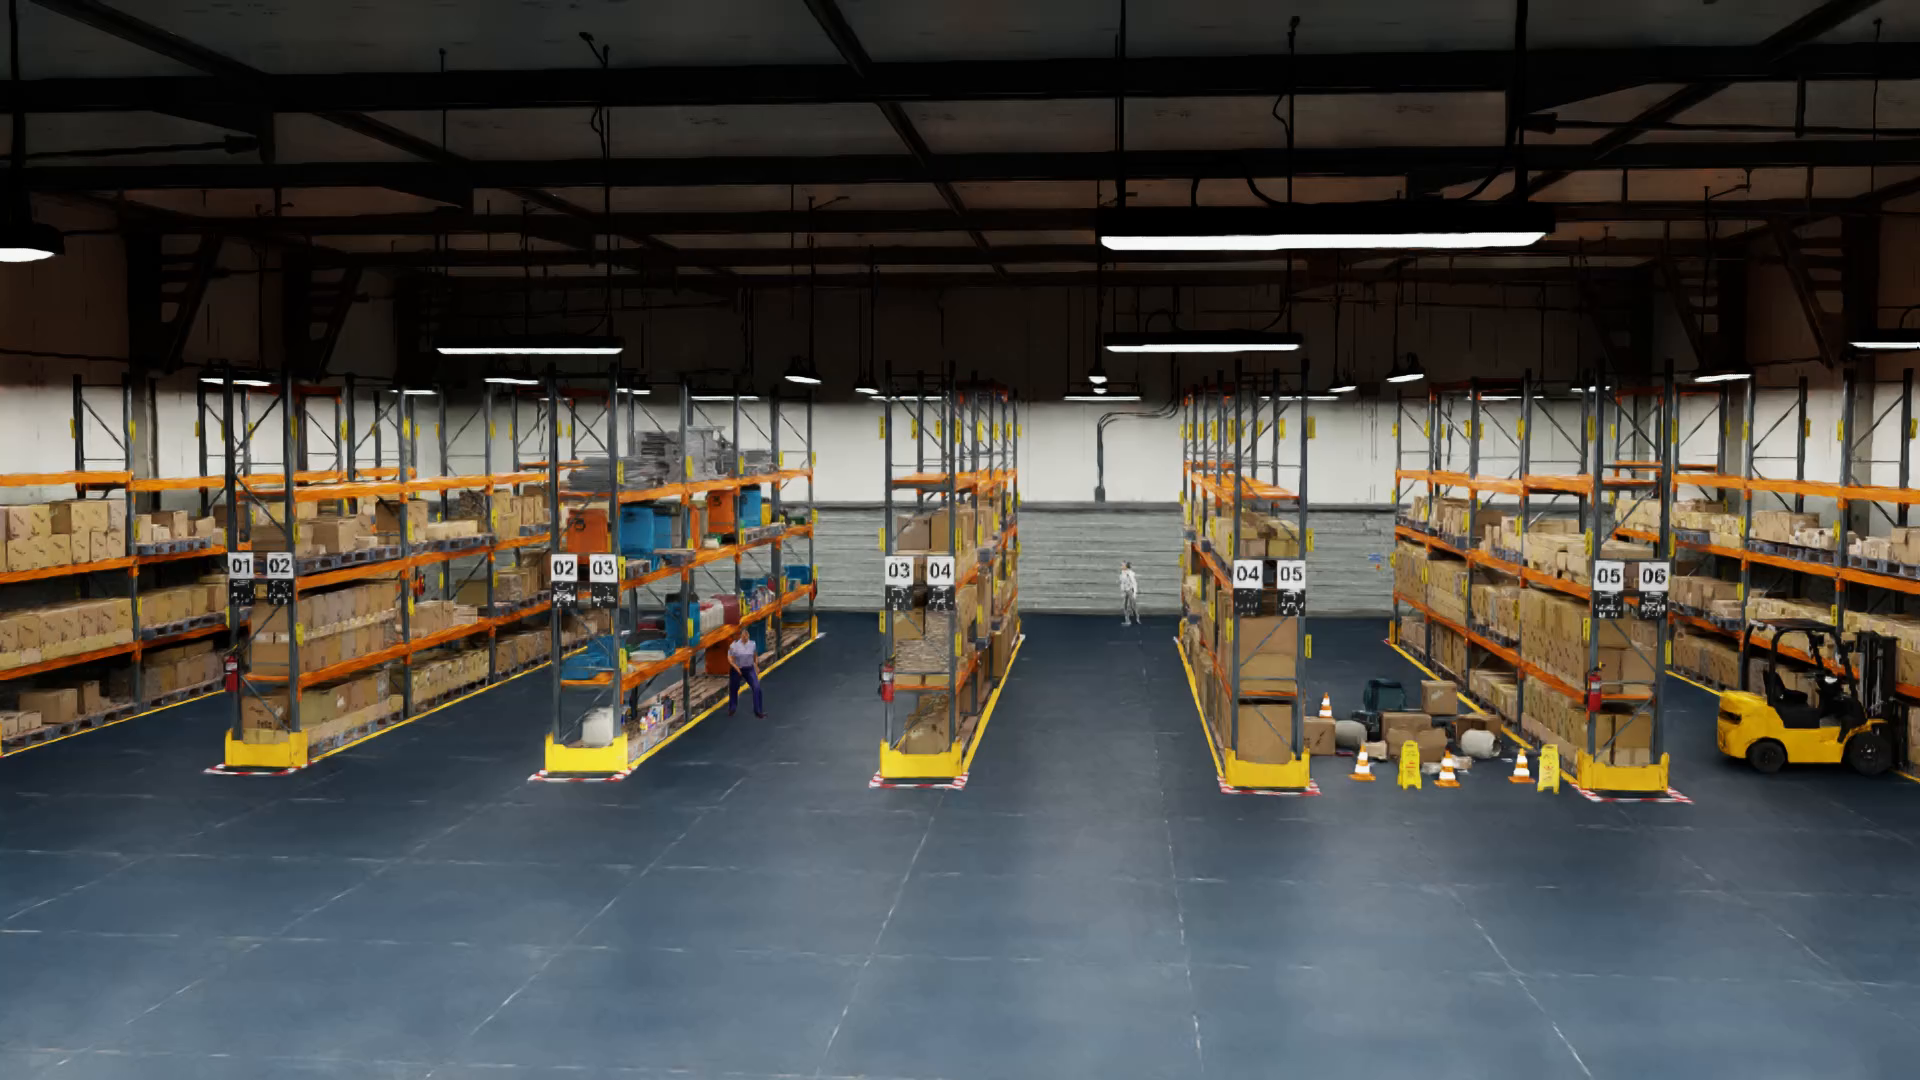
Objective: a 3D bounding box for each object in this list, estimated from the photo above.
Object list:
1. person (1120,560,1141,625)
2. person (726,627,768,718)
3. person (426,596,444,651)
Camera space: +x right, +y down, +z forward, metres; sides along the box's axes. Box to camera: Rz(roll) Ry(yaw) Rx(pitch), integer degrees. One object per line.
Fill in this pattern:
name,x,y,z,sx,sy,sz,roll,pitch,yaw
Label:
person,4.409,1.347,43.057,0.521,1.665,0.548,3,5,42
person,-3.758,2.294,29.068,0.663,1.583,0.796,-1,4,-17
person,-11.048,1.932,35.088,0.566,1.541,0.519,0,4,4
